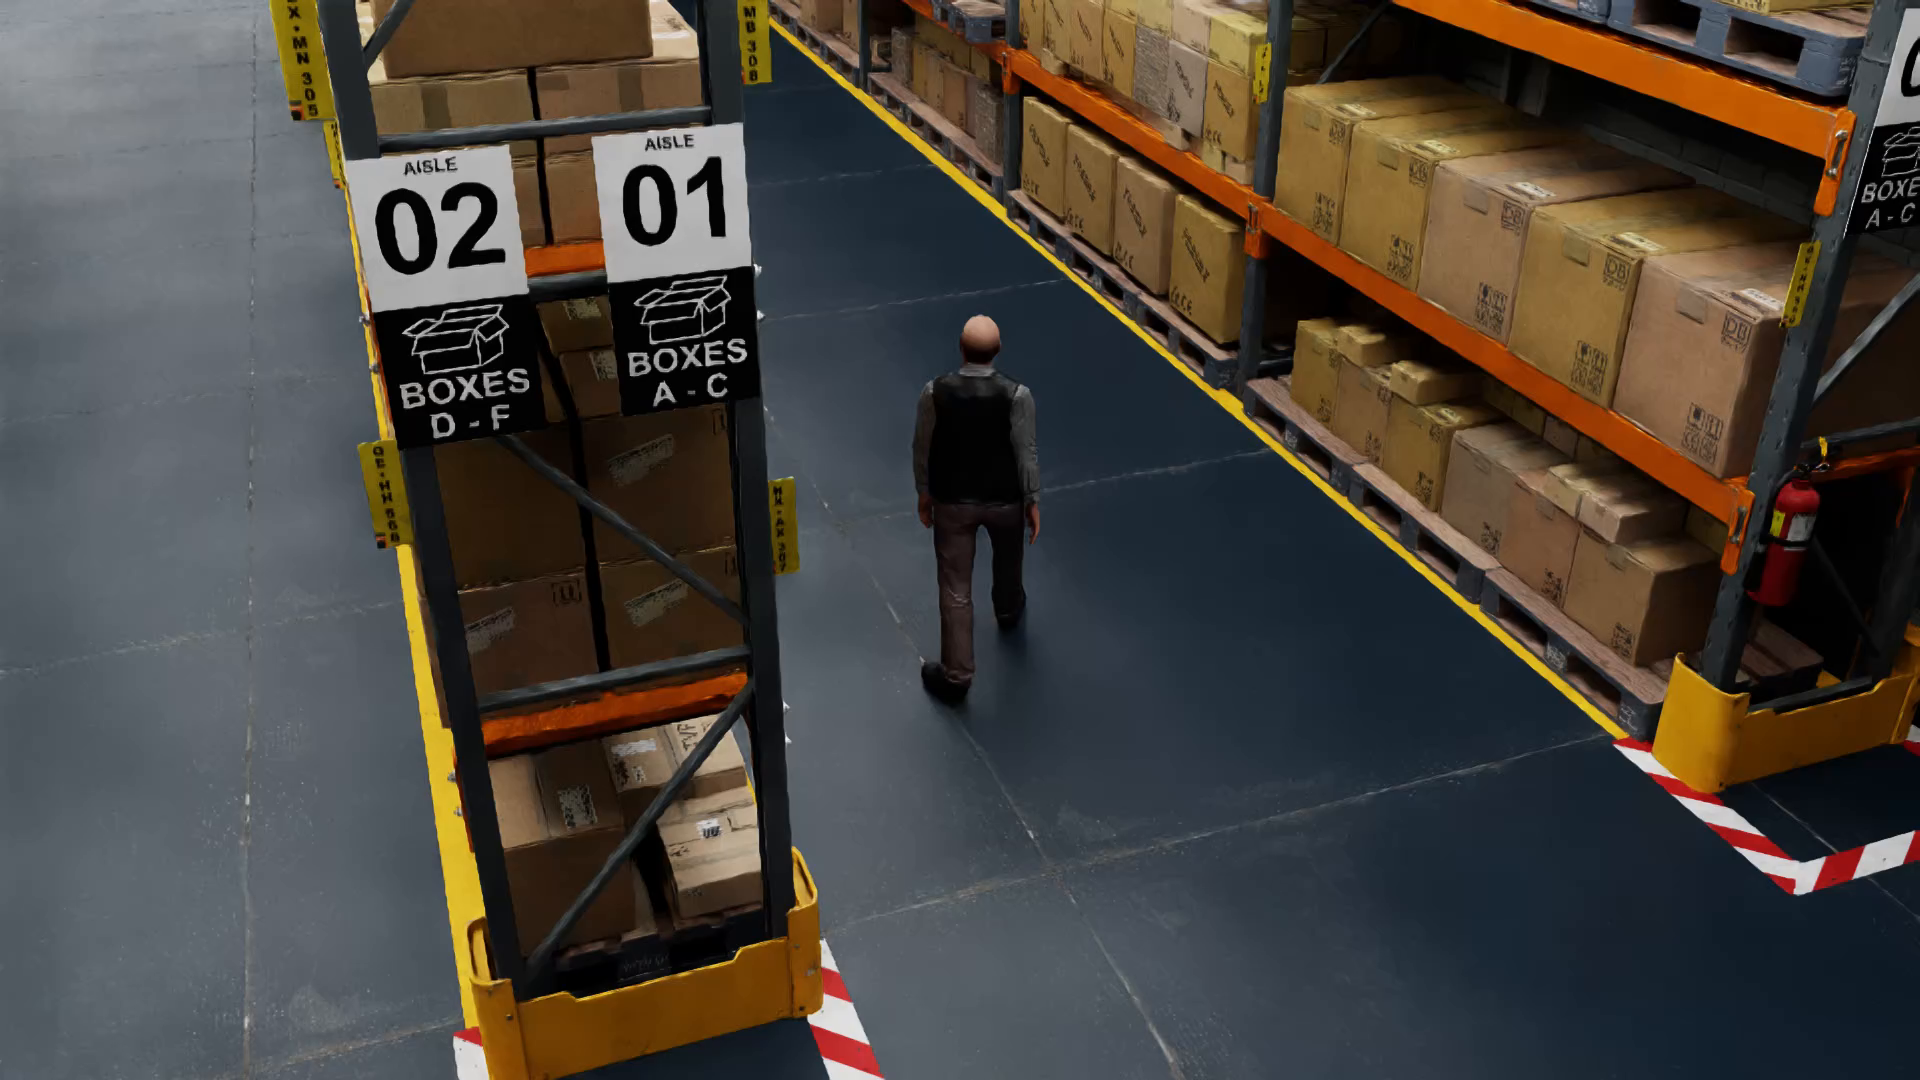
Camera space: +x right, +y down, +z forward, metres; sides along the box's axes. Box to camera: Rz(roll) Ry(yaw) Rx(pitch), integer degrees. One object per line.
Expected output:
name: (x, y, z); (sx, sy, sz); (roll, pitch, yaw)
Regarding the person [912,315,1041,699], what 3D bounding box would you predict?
person: (0.075, -0.158, 7.571); (0.578, 1.590, 0.965); (0, 30, 1)
